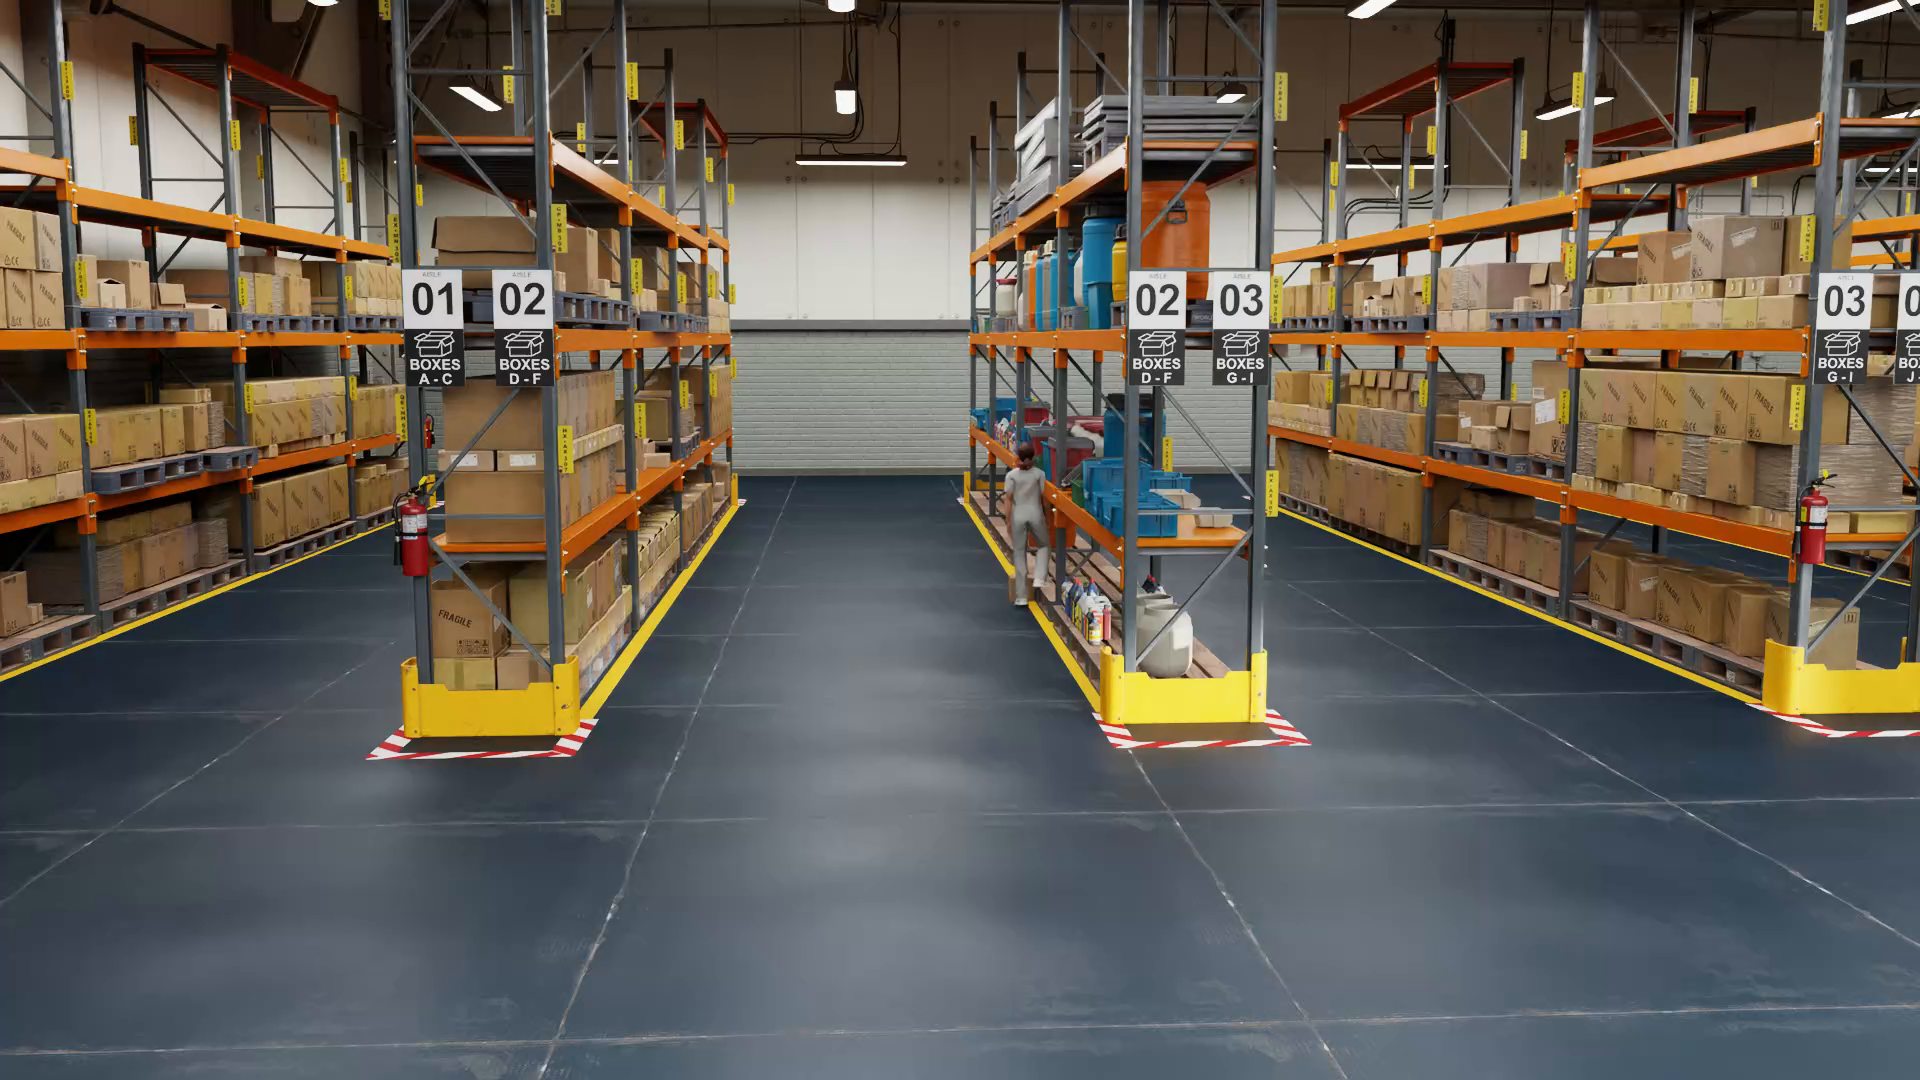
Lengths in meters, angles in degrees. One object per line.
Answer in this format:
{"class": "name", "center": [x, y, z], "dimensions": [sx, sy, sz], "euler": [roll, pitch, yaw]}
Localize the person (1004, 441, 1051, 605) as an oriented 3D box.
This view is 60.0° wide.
{"class": "person", "center": [0.693, -0.166, 16.978], "dimensions": [0.512, 1.681, 0.460], "euler": [0, 7, -4]}
